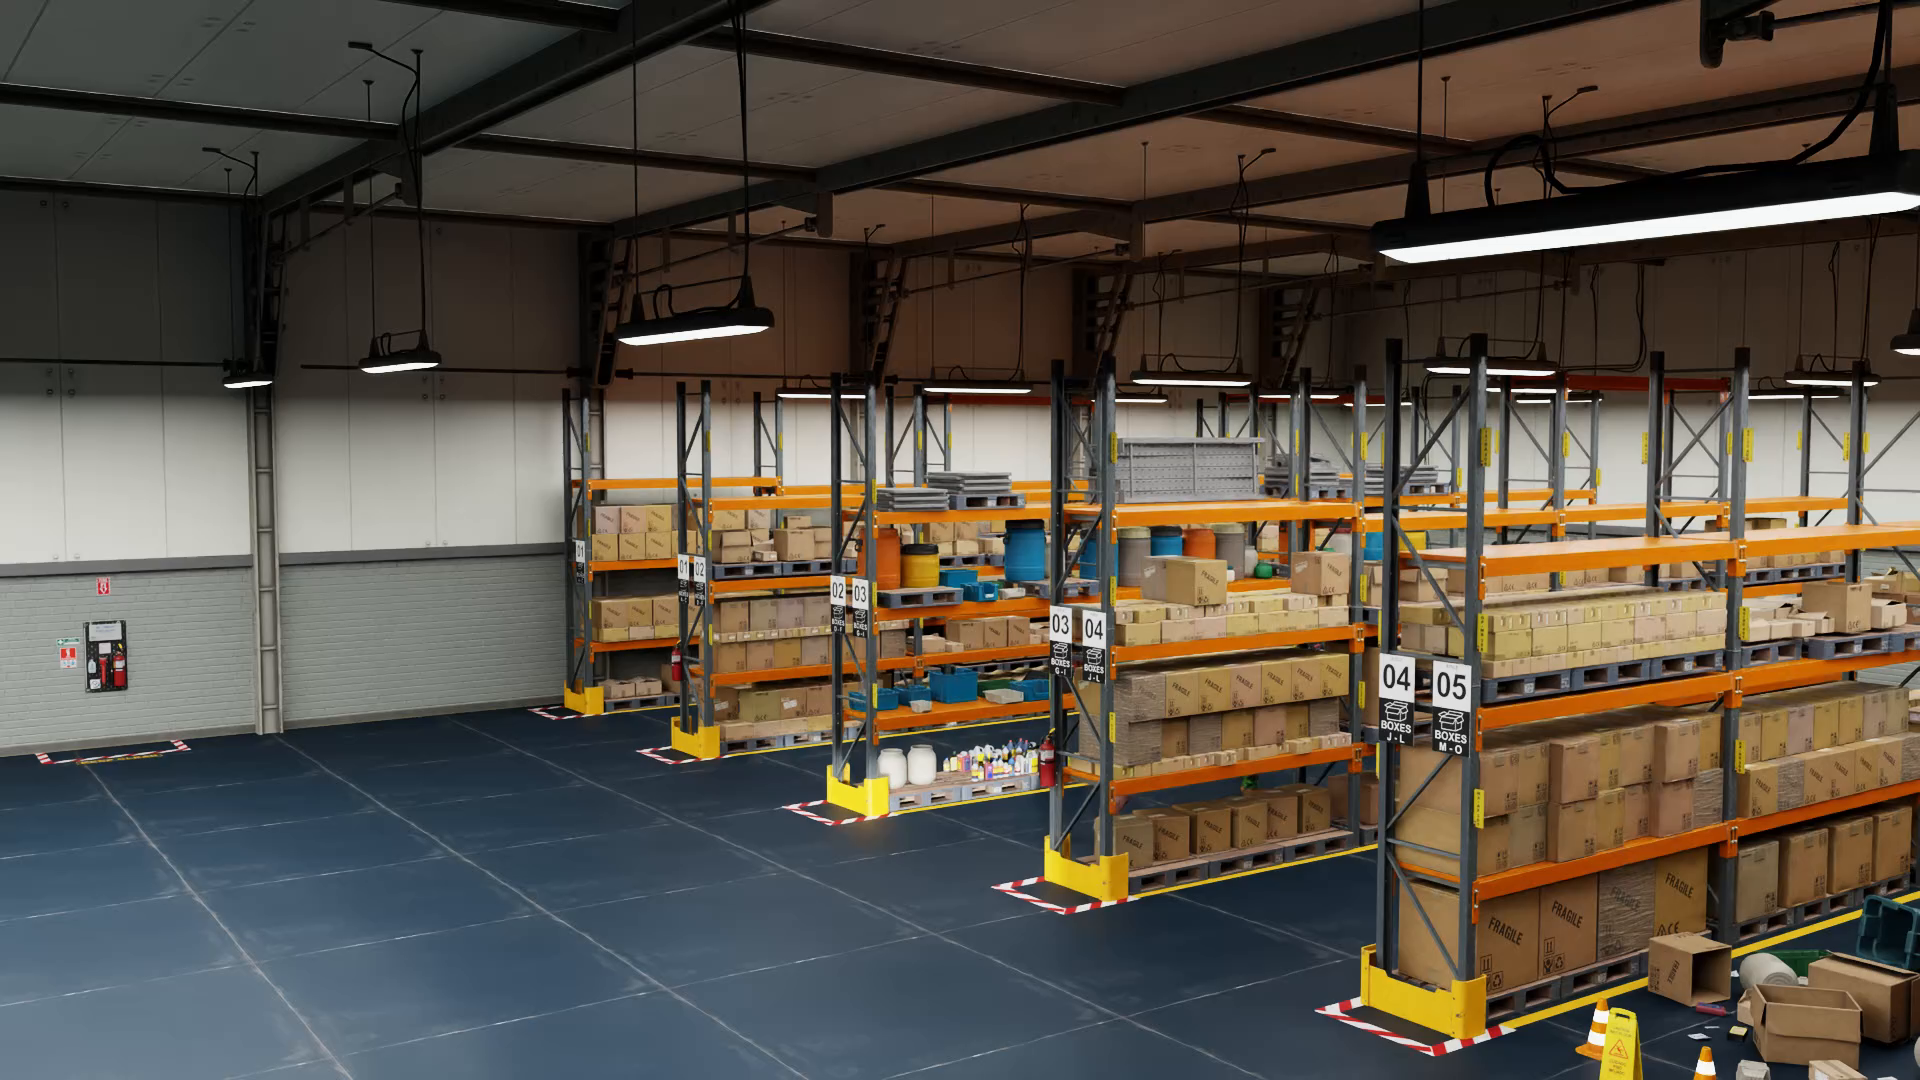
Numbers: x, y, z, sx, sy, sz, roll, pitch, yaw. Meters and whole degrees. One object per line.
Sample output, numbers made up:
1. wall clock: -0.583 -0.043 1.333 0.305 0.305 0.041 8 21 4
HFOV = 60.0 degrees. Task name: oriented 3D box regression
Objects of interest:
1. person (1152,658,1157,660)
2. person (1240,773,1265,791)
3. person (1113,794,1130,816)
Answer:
1. person: 3.215 2.487 28.681 0.678 1.675 0.750 -2 4 -26
2. person: 4.182 2.754 23.750 0.553 1.787 0.573 -2 4 -32
3. person: 1.971 2.955 21.522 0.534 1.668 0.487 -3 4 -35
